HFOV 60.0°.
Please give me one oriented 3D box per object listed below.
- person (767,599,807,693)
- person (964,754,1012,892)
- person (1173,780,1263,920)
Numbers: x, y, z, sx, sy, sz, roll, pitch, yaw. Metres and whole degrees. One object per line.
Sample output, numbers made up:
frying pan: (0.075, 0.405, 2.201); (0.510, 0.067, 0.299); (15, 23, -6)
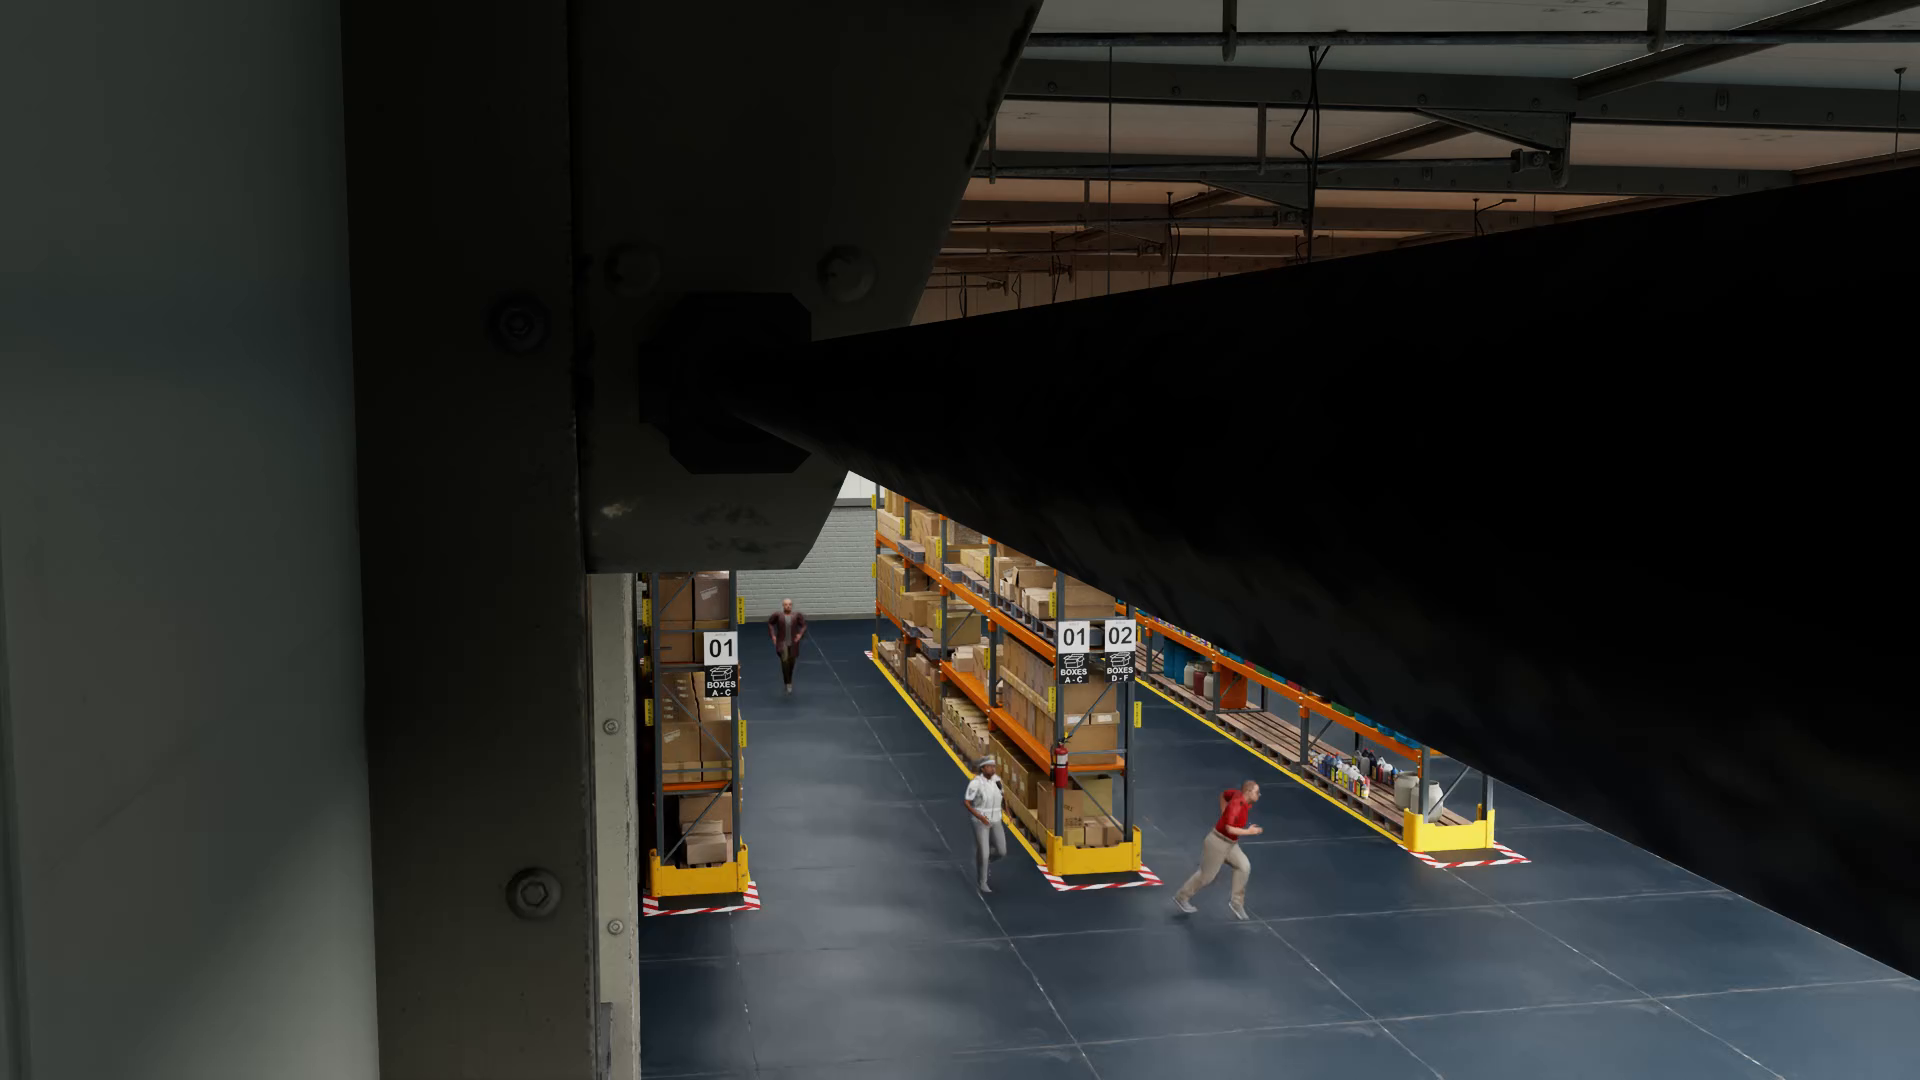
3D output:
person: (-3.300, 2.000, 31.827); (0.751, 1.791, 0.869); (-1, 6, -11)
person: (0.347, 3.450, 20.340); (0.621, 1.690, 0.483); (-4, 7, -31)
person: (2.986, 3.582, 19.226); (1.025, 1.696, 0.705); (2, 6, 17)
